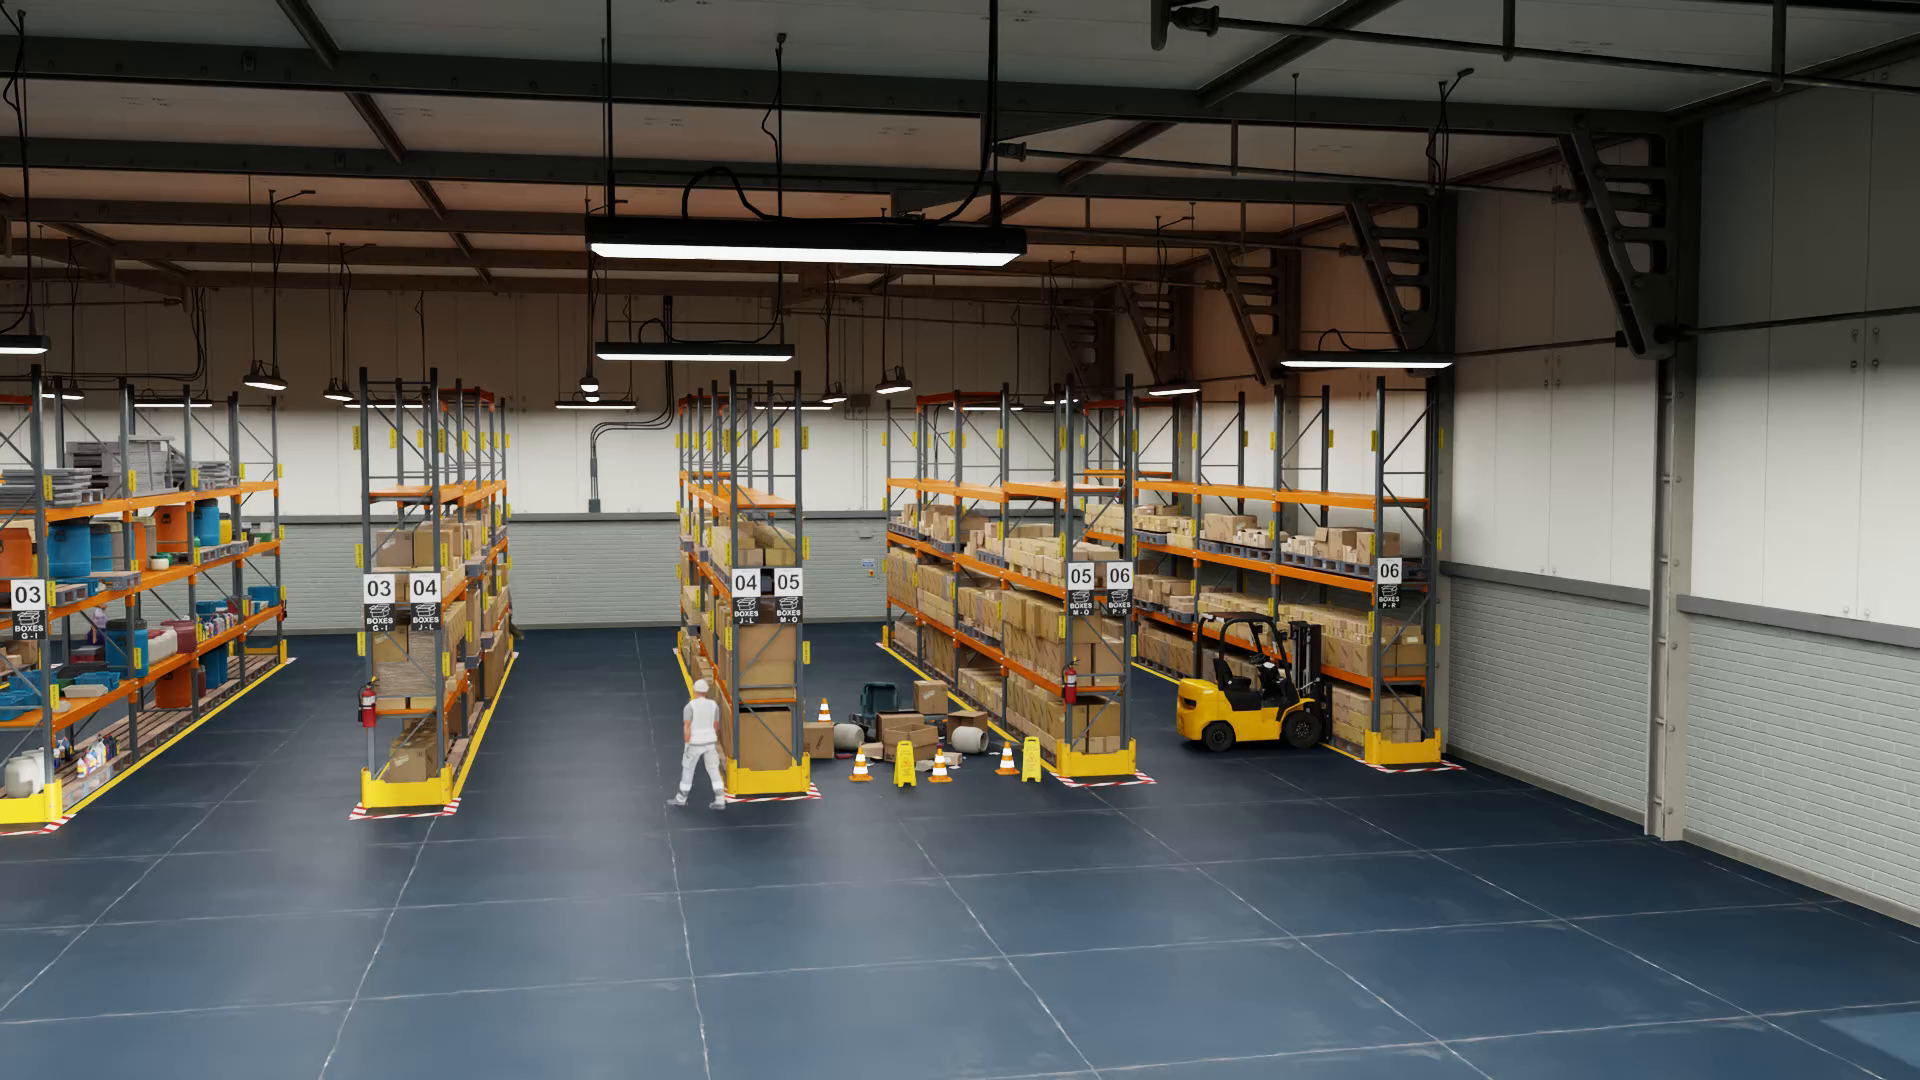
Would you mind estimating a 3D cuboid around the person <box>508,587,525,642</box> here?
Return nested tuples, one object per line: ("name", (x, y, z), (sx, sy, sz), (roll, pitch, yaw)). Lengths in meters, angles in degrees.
("person", (-11.362, 1.797, 41.090), (1.091, 1.515, 0.551), (-1, 4, -15))

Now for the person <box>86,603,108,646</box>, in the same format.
("person", (-18.539, 2.050, 35.869), (0.468, 1.581, 0.977), (2, 4, 34))

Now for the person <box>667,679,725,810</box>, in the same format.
("person", (-3.548, 2.753, 22.553), (0.560, 1.737, 0.945), (-3, 5, -43))
